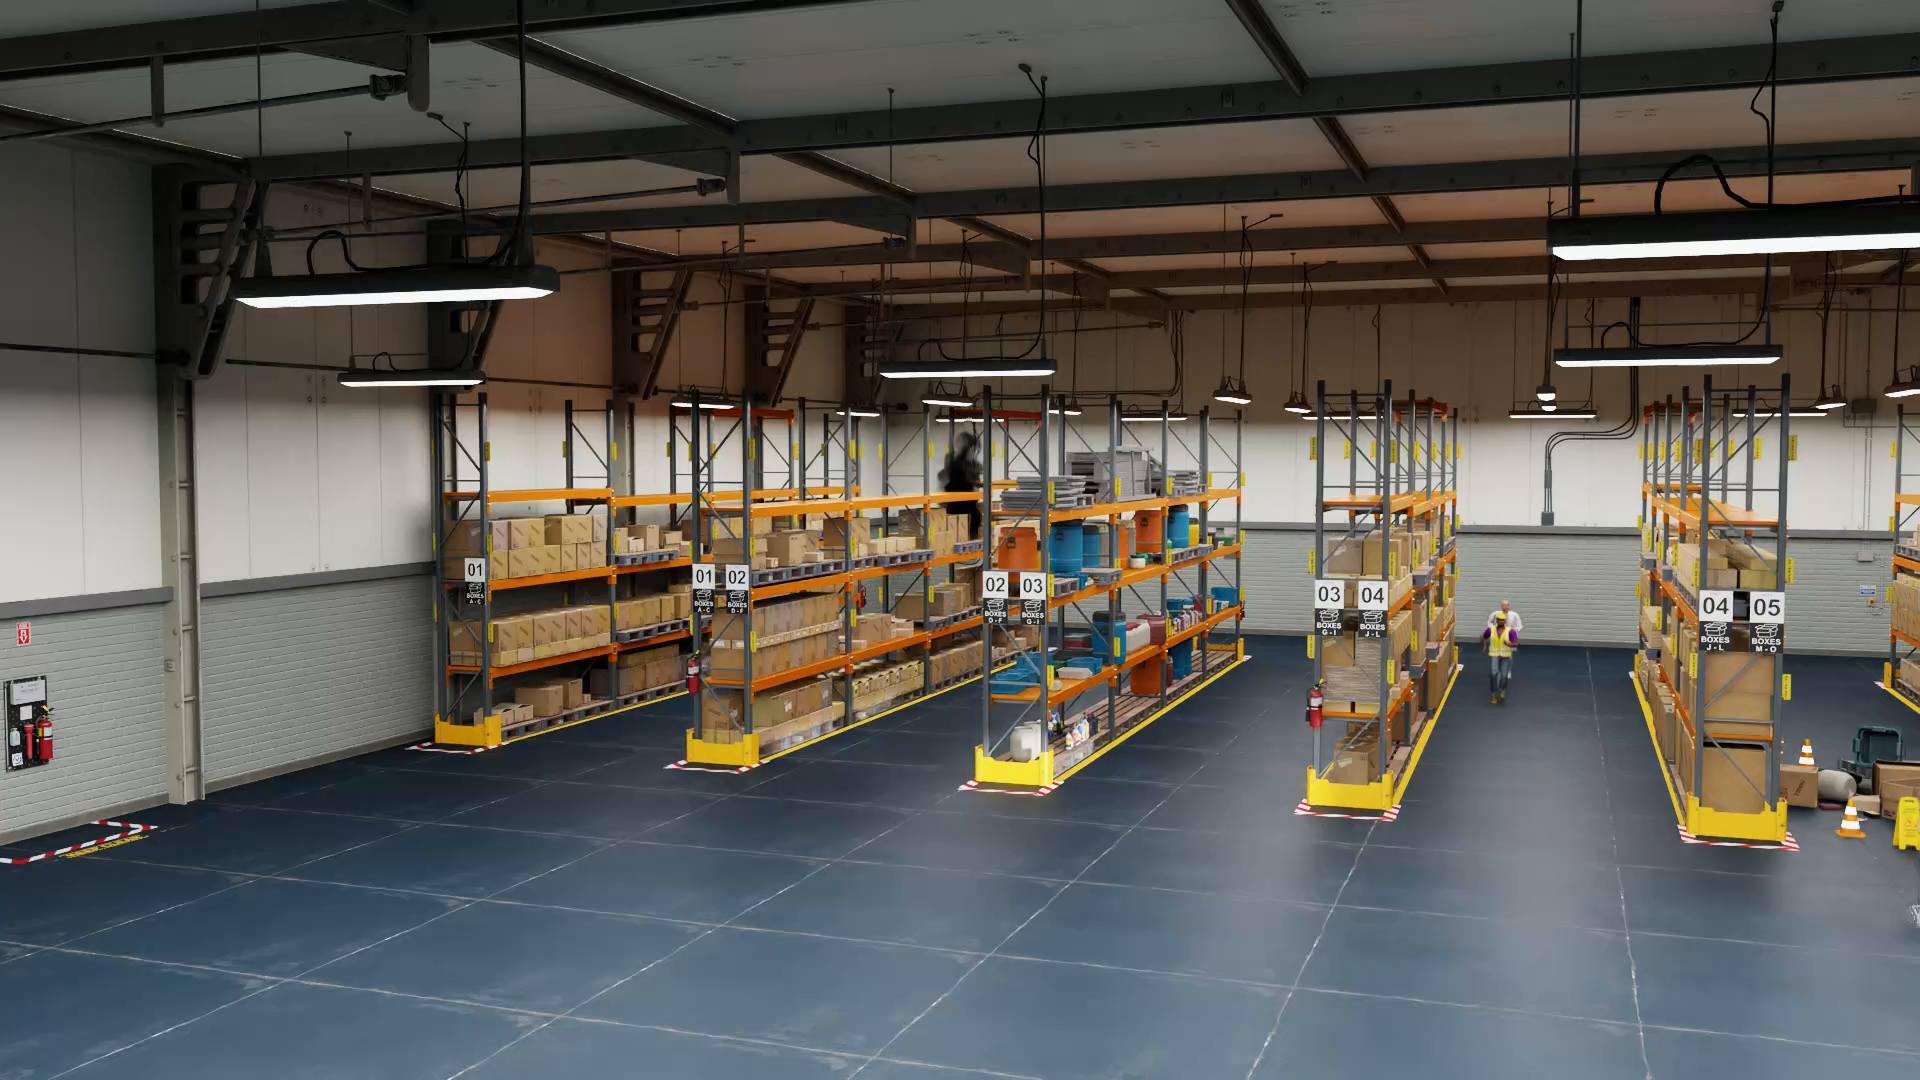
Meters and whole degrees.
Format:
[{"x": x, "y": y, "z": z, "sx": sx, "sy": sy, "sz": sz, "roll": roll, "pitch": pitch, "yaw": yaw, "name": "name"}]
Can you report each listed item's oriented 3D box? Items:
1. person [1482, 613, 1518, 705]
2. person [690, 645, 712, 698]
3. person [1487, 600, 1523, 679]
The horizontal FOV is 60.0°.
[{"x": 10.738, "y": 2.359, "z": 33.083, "sx": 0.672, "sy": 1.831, "sz": 0.776, "roll": 1, "pitch": 3, "yaw": 17, "name": "person"}, {"x": -4.545, "y": 2.651, "z": 29.439, "sx": 0.512, "sy": 1.636, "sz": 0.807, "roll": 1, "pitch": 3, "yaw": 24, "name": "person"}, {"x": 11.809, "y": 2.194, "z": 36.030, "sx": 0.722, "sy": 1.765, "sz": 0.936, "roll": 1, "pitch": 3, "yaw": 13, "name": "person"}]
